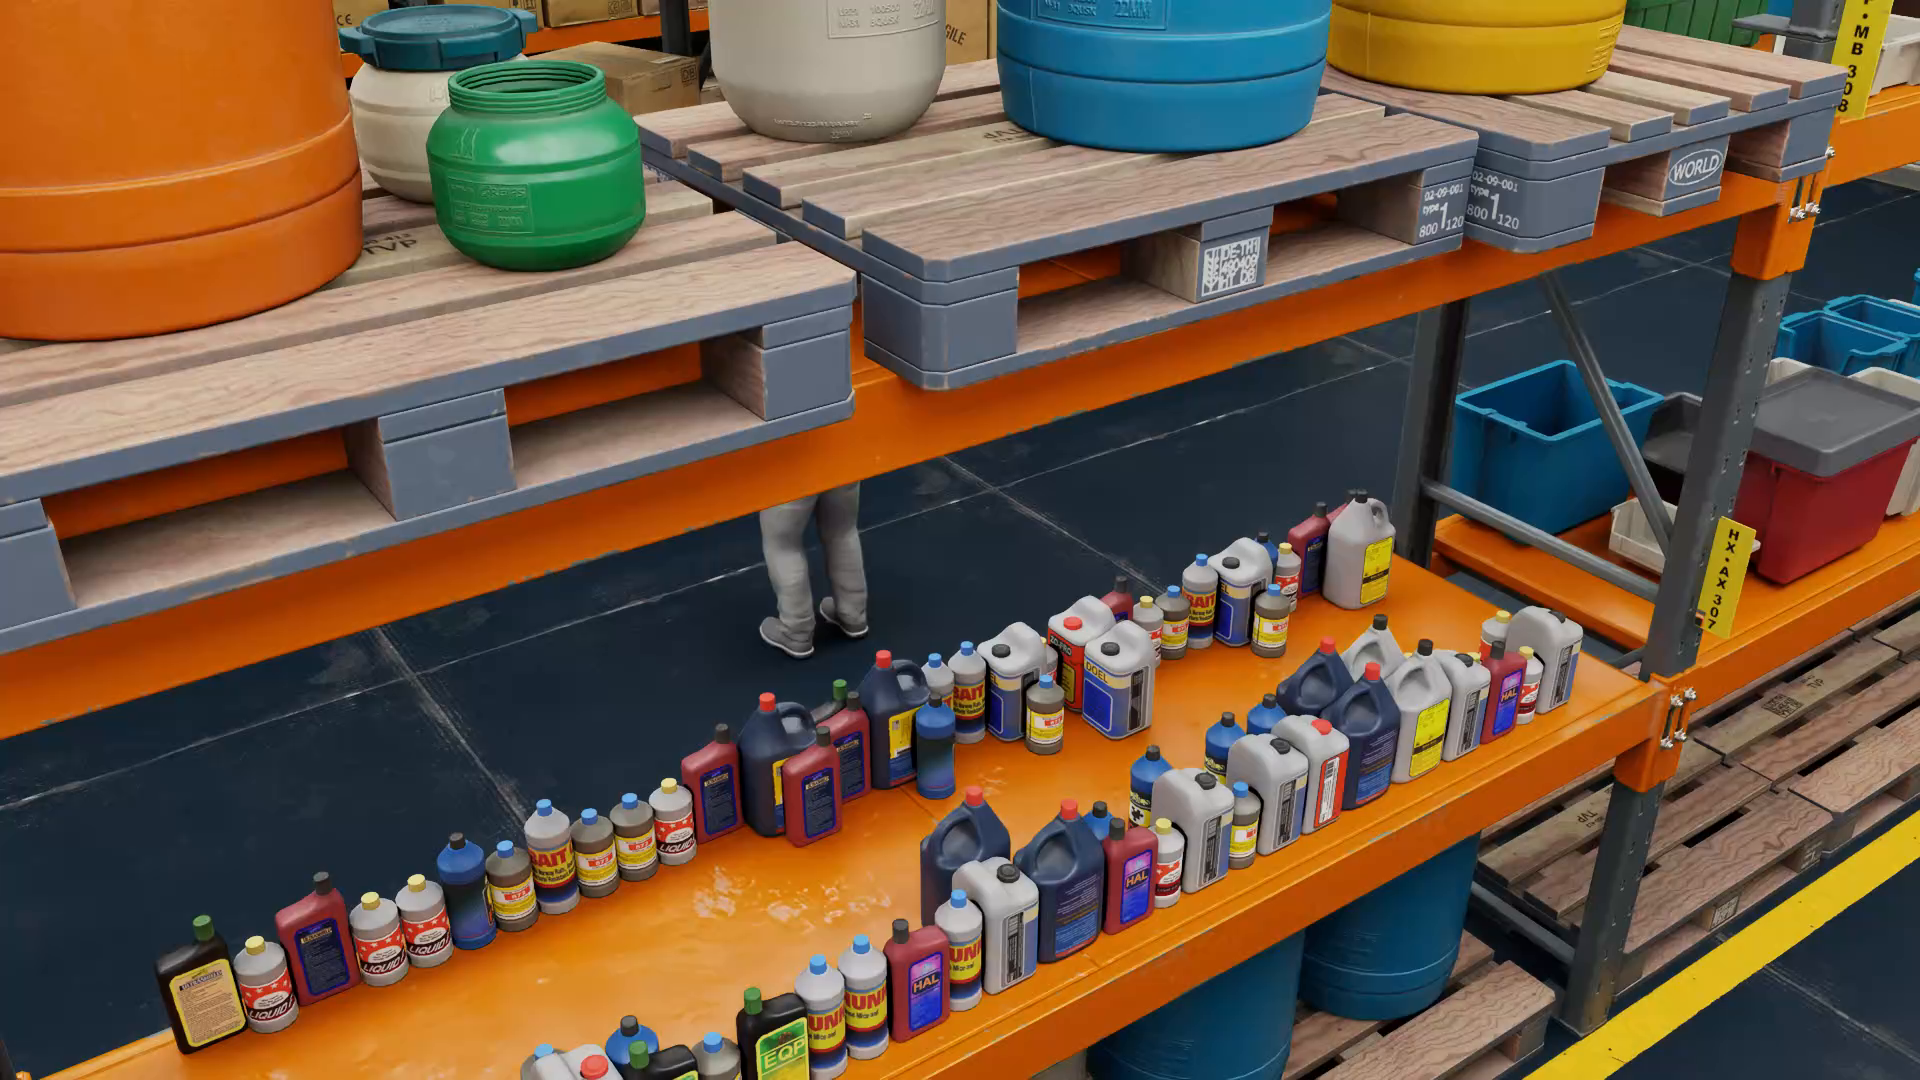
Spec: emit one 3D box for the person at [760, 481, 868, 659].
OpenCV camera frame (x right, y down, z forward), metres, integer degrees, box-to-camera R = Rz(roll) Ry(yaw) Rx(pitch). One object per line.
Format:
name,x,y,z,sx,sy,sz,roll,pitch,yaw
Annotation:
person,-0.657,-0.378,6.791,0.521,1.770,0.545,-19,34,-31
